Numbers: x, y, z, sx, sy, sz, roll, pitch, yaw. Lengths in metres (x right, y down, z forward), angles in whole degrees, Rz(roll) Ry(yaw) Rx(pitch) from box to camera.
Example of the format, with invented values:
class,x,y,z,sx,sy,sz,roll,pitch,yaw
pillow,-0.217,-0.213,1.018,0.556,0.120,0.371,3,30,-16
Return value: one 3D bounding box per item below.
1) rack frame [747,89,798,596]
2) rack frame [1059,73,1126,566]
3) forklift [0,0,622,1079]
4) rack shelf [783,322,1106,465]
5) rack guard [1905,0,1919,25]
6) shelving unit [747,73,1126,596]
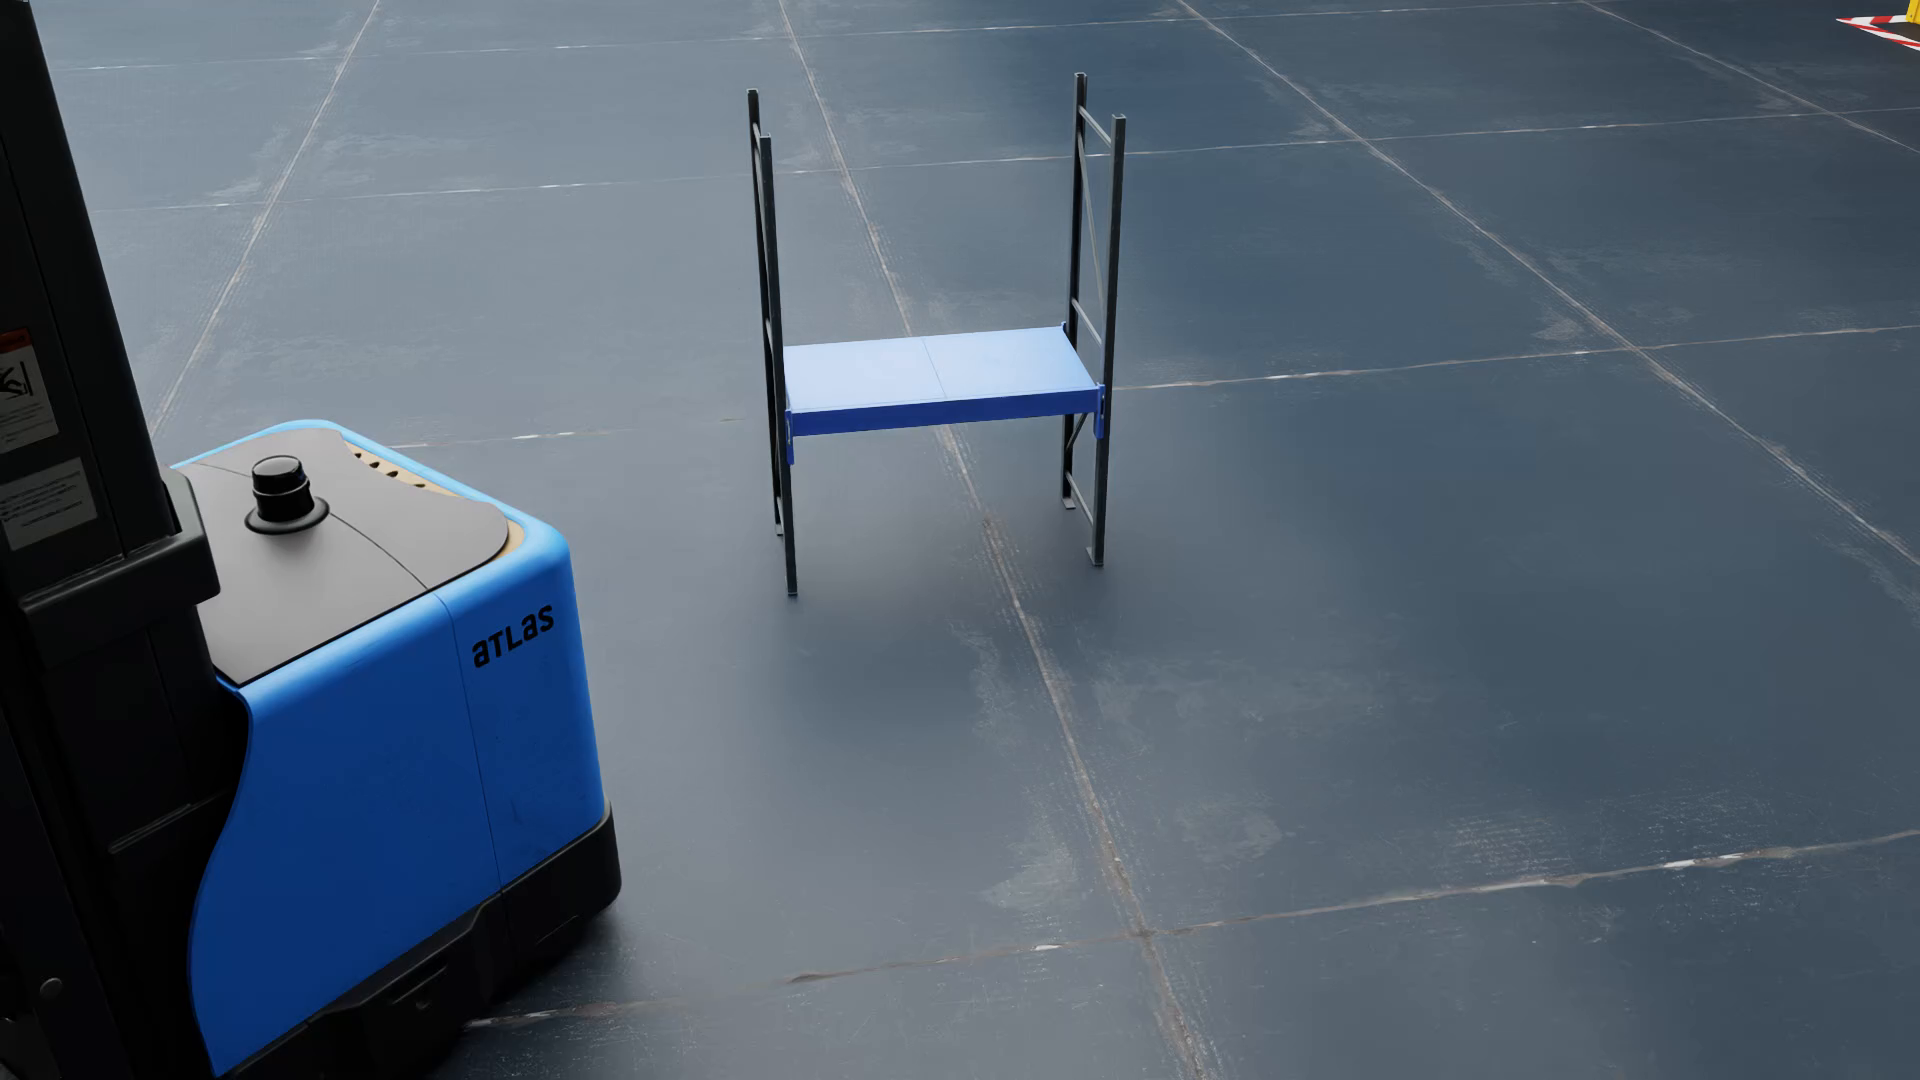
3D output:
class,x,y,z,sx,sy,sz,roll,pitch,yaw
rack frame,-0.584,-0.592,5.194,0.032,1.500,0.500,-5,31,-9
rack frame,0.416,-0.685,5.352,0.032,1.500,0.500,-5,31,-9
forklift,-2.138,0.080,2.638,1.130,2.935,3.031,22,37,32
rack shelf,-0.084,-0.484,5.364,1.000,0.185,0.538,-5,31,-9
rack guard,7.144,-3.745,11.541,0.348,0.500,1.175,-5,31,-9
shelving unit,-0.084,-0.639,5.273,1.048,1.500,0.538,-5,31,-9
